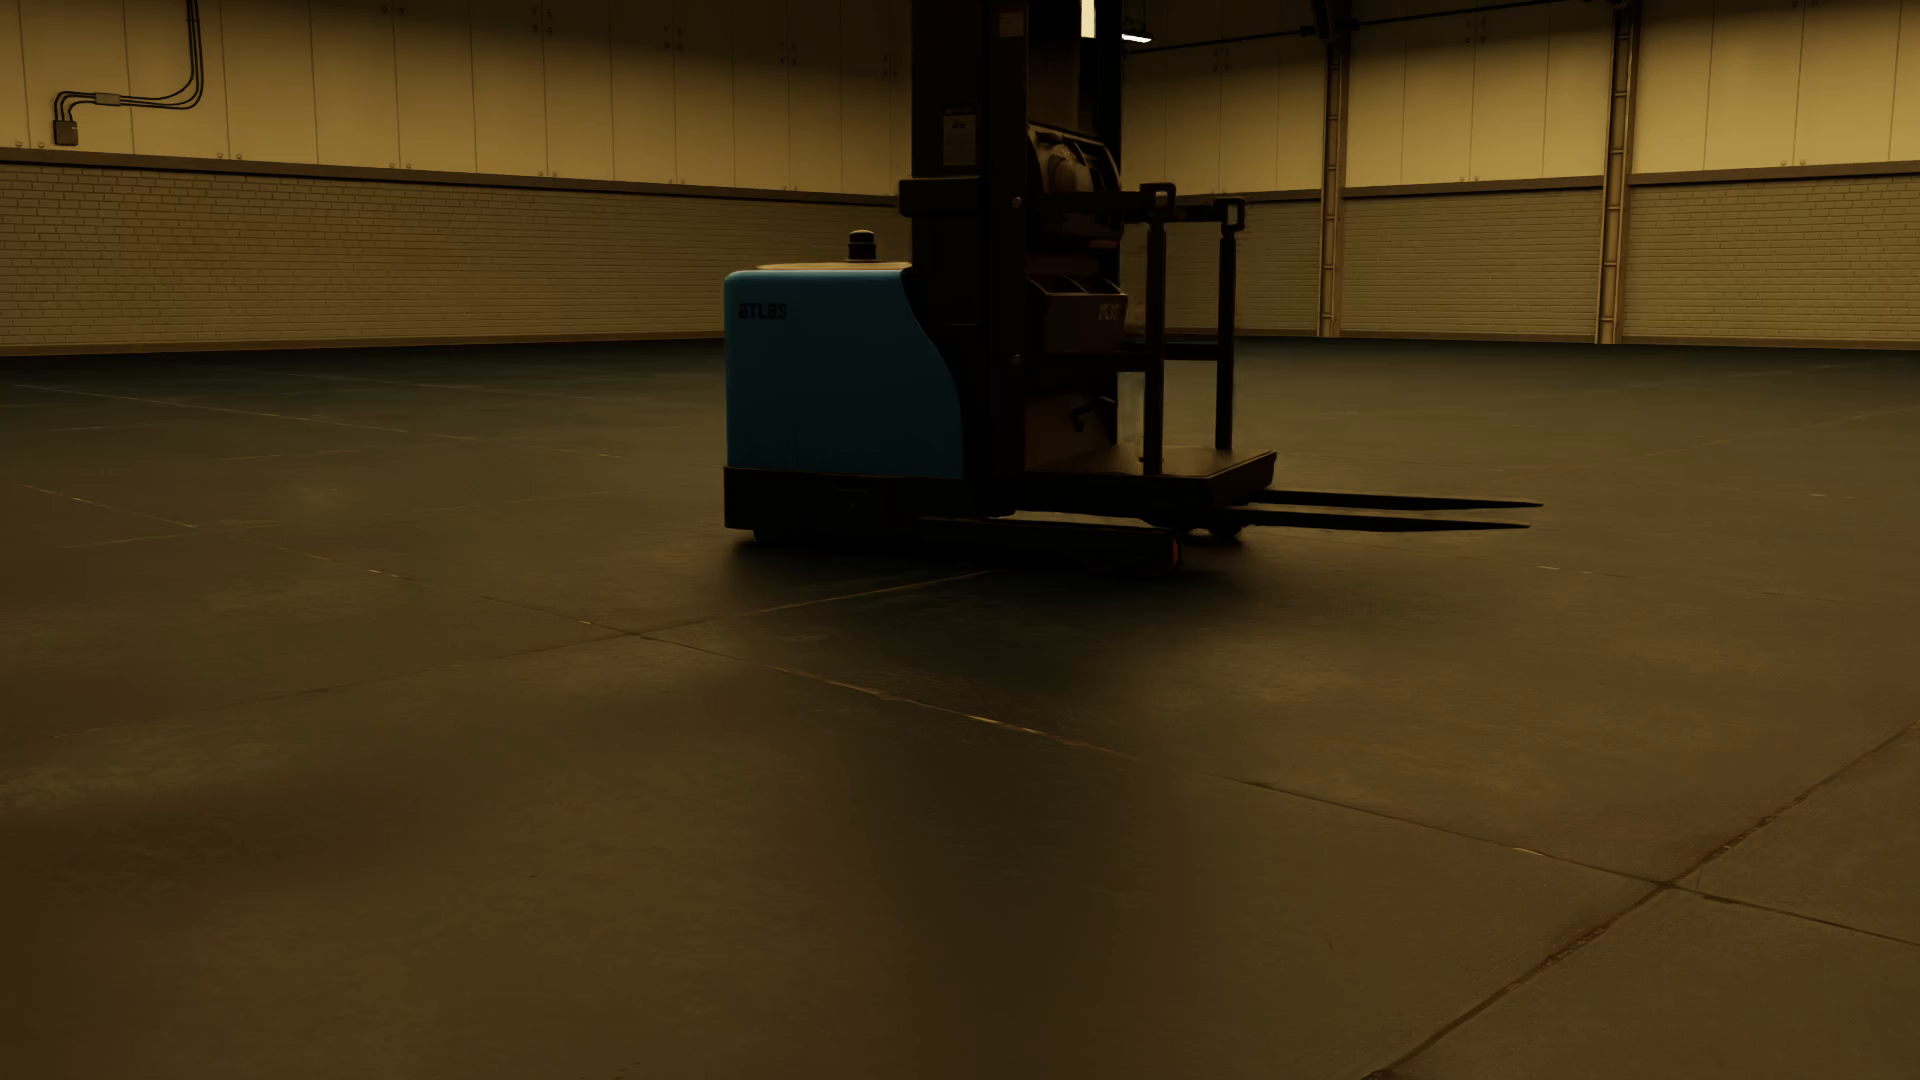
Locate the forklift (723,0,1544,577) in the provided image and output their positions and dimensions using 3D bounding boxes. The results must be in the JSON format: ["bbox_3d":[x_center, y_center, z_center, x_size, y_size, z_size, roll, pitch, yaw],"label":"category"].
[{"bbox_3d":[0.628,-1.409,6.233,3.031,2.935,1.130,4,9,23],"label":"forklift"}]

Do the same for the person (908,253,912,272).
[{"bbox_3d":[0.025,-1.061,6.541,0.422,1.683,0.546,8,12,43],"label":"person"}]
